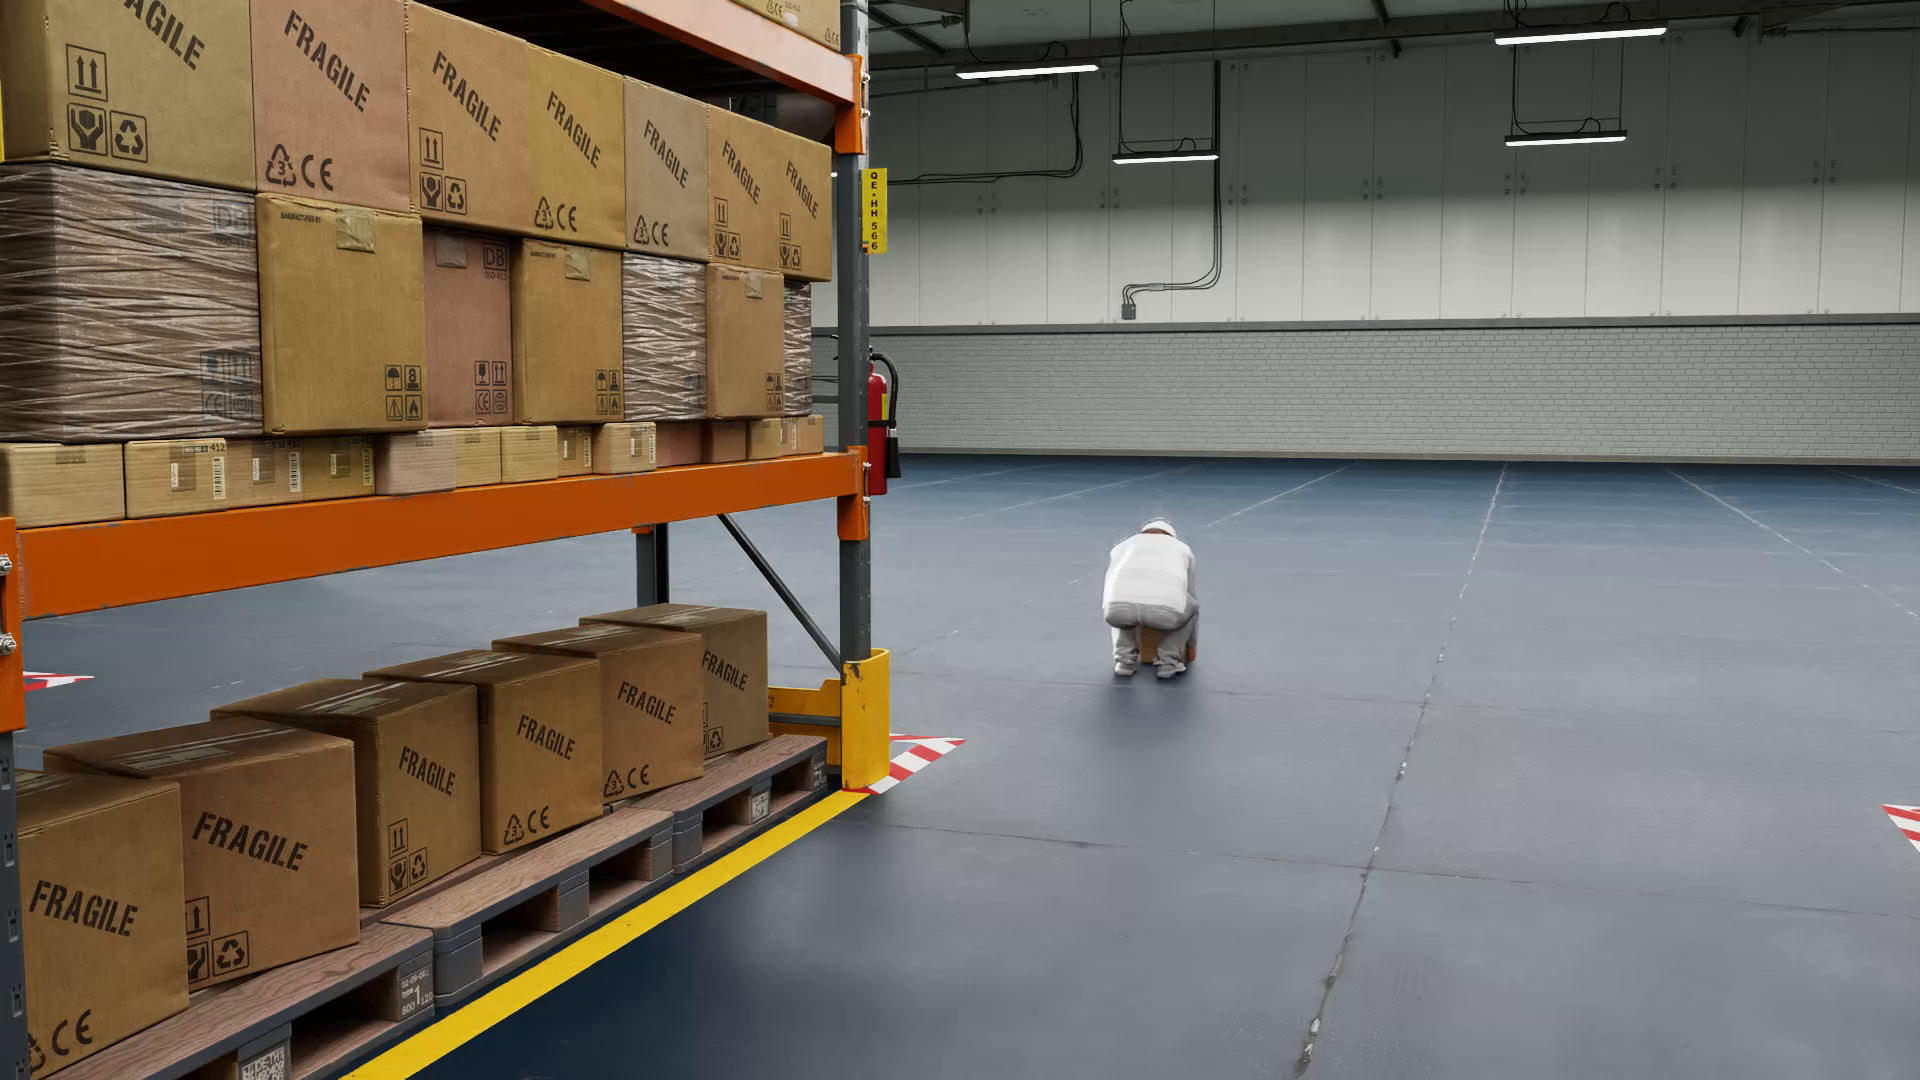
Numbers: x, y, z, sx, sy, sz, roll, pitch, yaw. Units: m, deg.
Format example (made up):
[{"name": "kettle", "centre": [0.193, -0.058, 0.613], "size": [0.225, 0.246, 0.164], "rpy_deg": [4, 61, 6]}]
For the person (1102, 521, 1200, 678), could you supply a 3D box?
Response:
[{"name": "person", "centre": [1.063, 0.350, 9.200], "size": [0.508, 0.852, 0.948], "rpy_deg": [2, 5, 18]}]
